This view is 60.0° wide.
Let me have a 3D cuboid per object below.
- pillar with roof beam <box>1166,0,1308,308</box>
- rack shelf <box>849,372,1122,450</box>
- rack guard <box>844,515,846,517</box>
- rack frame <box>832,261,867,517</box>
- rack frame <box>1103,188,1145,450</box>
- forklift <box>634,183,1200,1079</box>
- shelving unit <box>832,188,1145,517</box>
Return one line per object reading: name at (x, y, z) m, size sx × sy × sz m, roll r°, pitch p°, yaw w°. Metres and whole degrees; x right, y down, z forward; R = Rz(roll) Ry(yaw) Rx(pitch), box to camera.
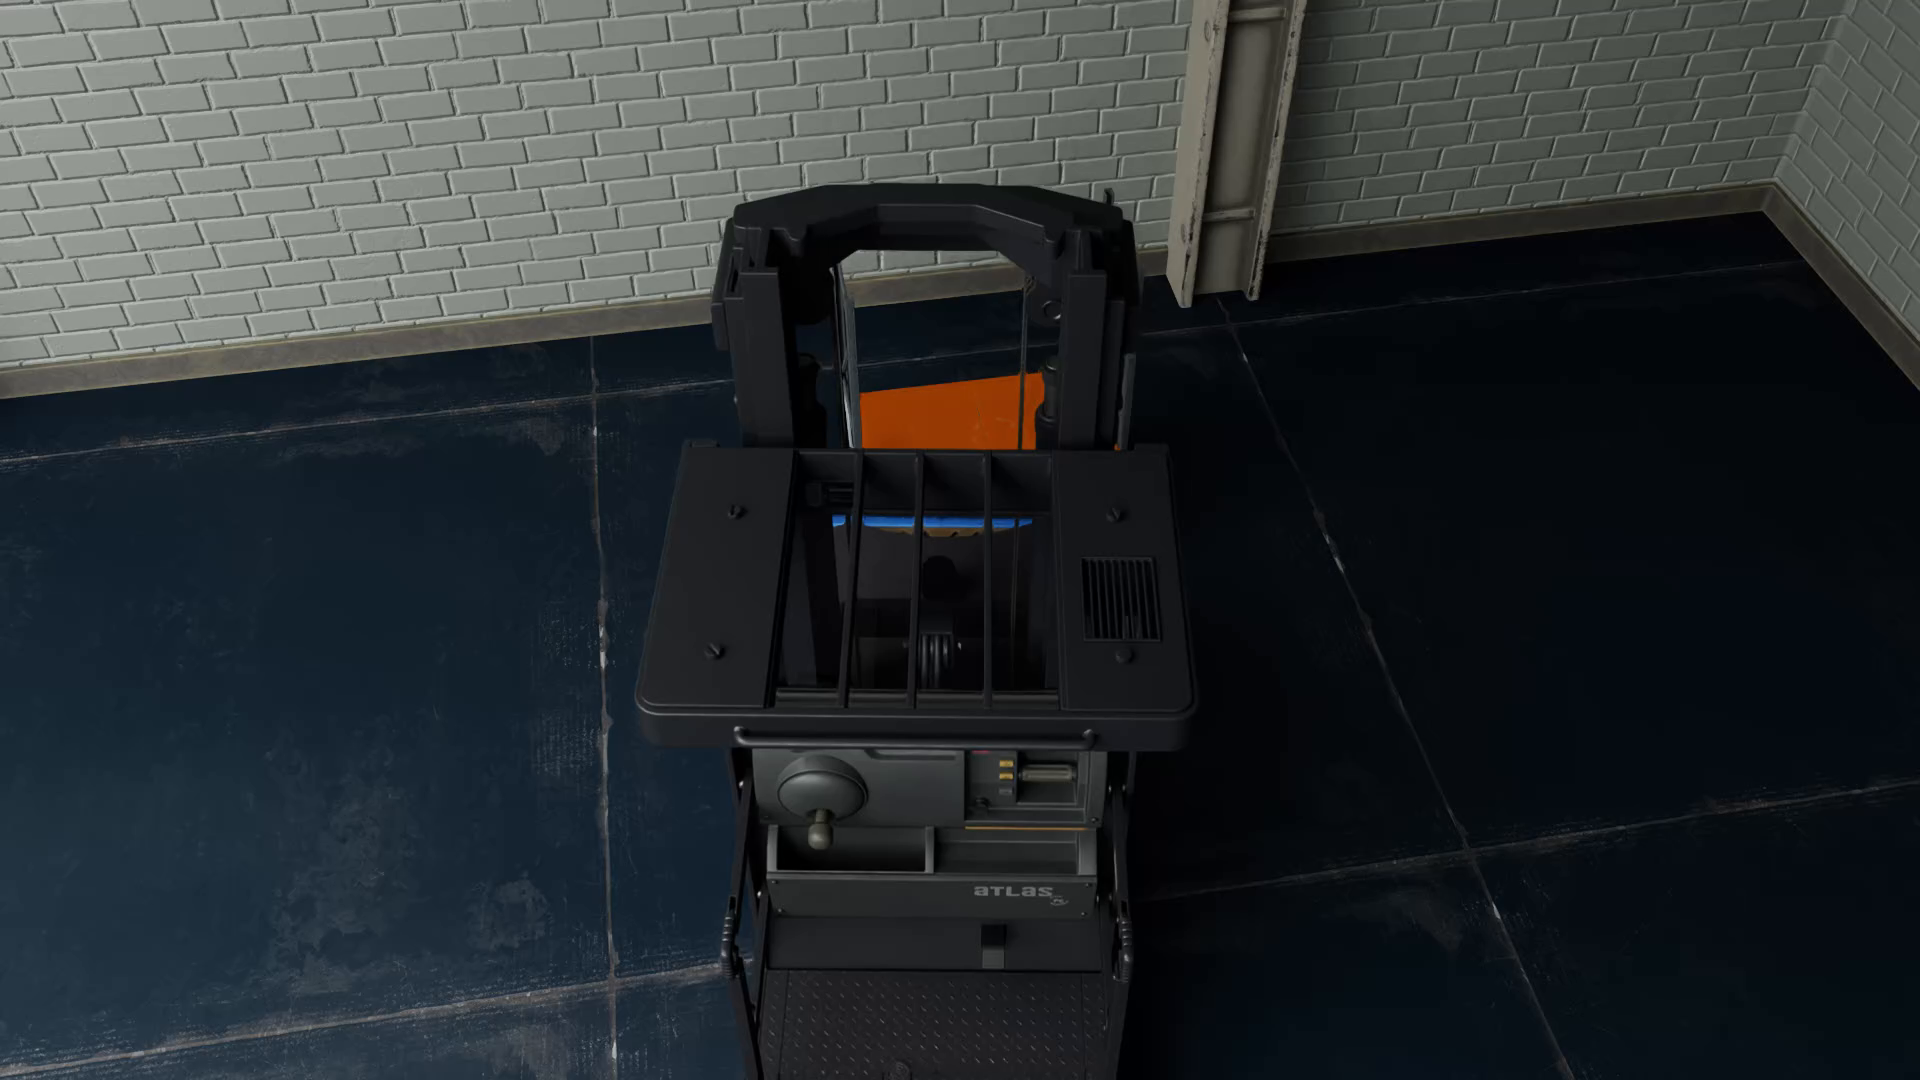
pillar with roof beam at (1.967, -1.320, 1.966) m, size 0.400 × 9.000 × 9.100 m, roll -7°, pitch 46°, yaw -7°
rack shelf at (0.084, -0.406, 6.543) m, size 1.000 × 0.185 × 0.538 m, roll -7°, pitch 46°, yaw -7°
rack guard at (-0.416, -0.035, 6.803) m, size 0.087 × 0.250 × 0.587 m, roll -7°, pitch 46°, yaw -7°
rack frame at (-0.417, -0.468, 6.353) m, size 0.032 × 1.500 × 0.500 m, roll -7°, pitch 46°, yaw -7°
rack frame at (0.585, -0.593, 6.473) m, size 0.032 × 1.500 × 0.500 m, roll -7°, pitch 46°, yaw -7°
forklift at (-0.078, 0.714, 4.219) m, size 1.130 × 2.935 × 3.031 m, roll 0°, pitch 46°, yaw 0°
shelving unit at (0.075, -0.530, 6.412) m, size 1.083 × 1.500 × 0.587 m, roll -7°, pitch 46°, yaw -7°
